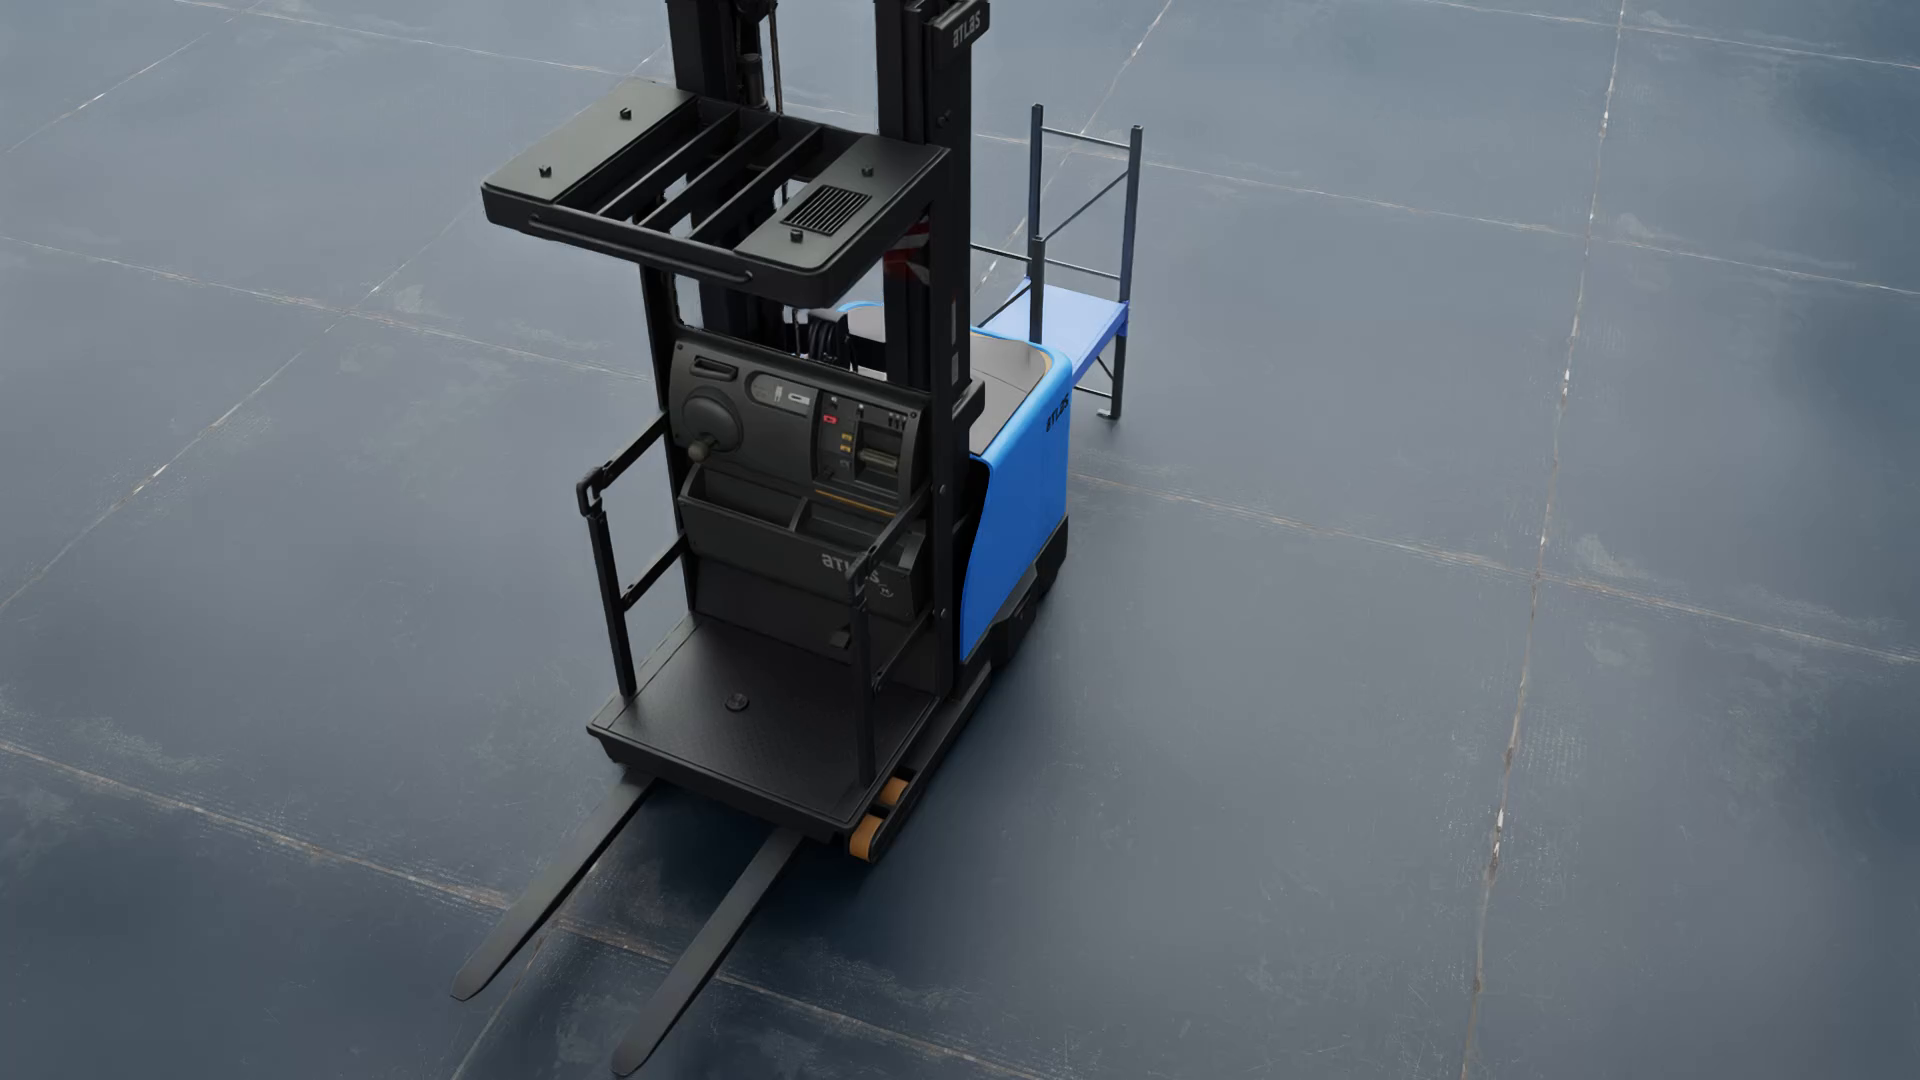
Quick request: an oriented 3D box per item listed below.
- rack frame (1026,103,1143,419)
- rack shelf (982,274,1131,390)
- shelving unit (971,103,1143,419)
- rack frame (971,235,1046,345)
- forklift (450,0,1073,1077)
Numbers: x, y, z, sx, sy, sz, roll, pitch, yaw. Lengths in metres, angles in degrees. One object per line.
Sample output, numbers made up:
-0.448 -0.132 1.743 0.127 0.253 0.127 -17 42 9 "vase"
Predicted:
0.537 -1.226 7.531 0.500 1.500 0.032 18 43 19 "rack frame"
0.315 -0.792 7.300 0.538 0.185 1.000 18 43 19 "rack shelf"
0.315 -0.929 7.184 0.538 1.500 1.048 18 43 19 "shelving unit"
0.092 -0.632 6.836 0.500 1.500 0.032 18 43 19 "rack frame"
-0.646 -0.305 5.349 1.130 2.935 3.031 18 43 19 "forklift"
